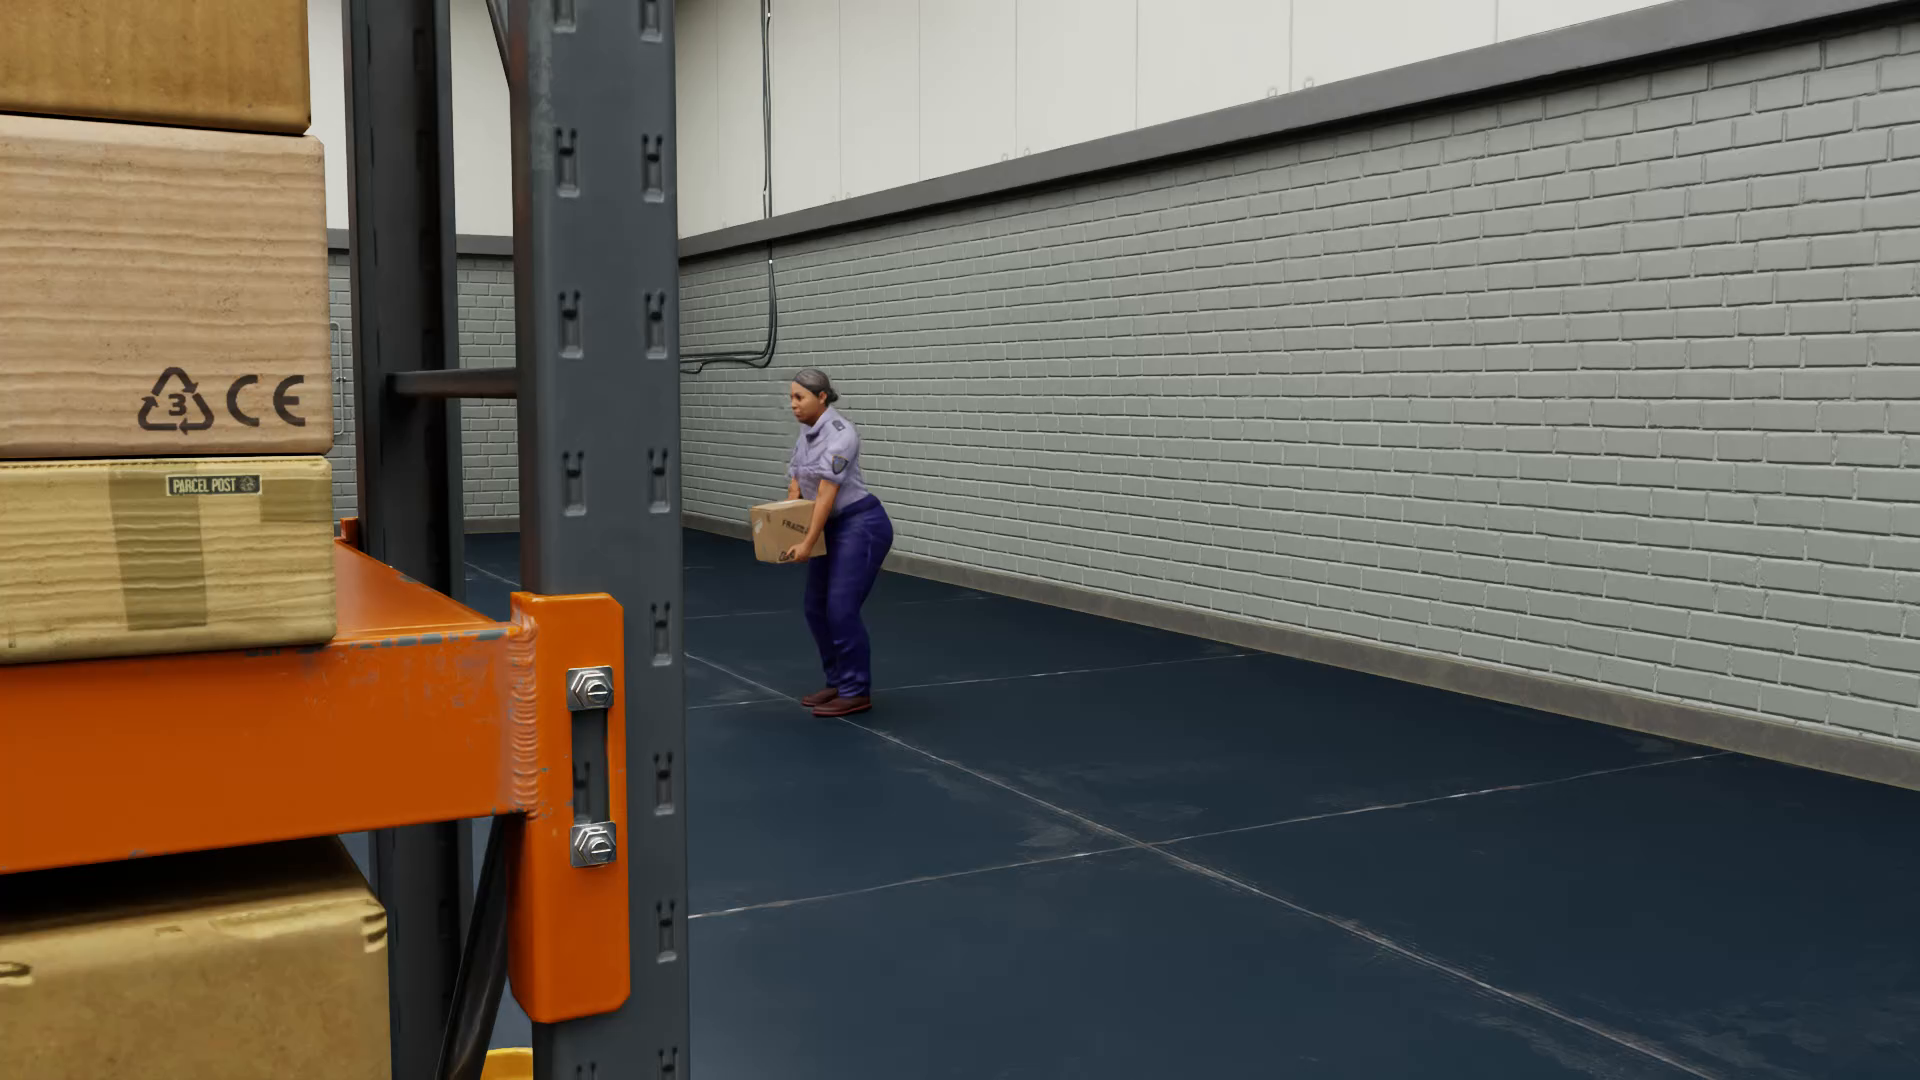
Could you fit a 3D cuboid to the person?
[{"bbox_3d":[-0.611,0.007,7.786,0.571,1.609,0.441,-3,6,-30],"label":"person"}]
